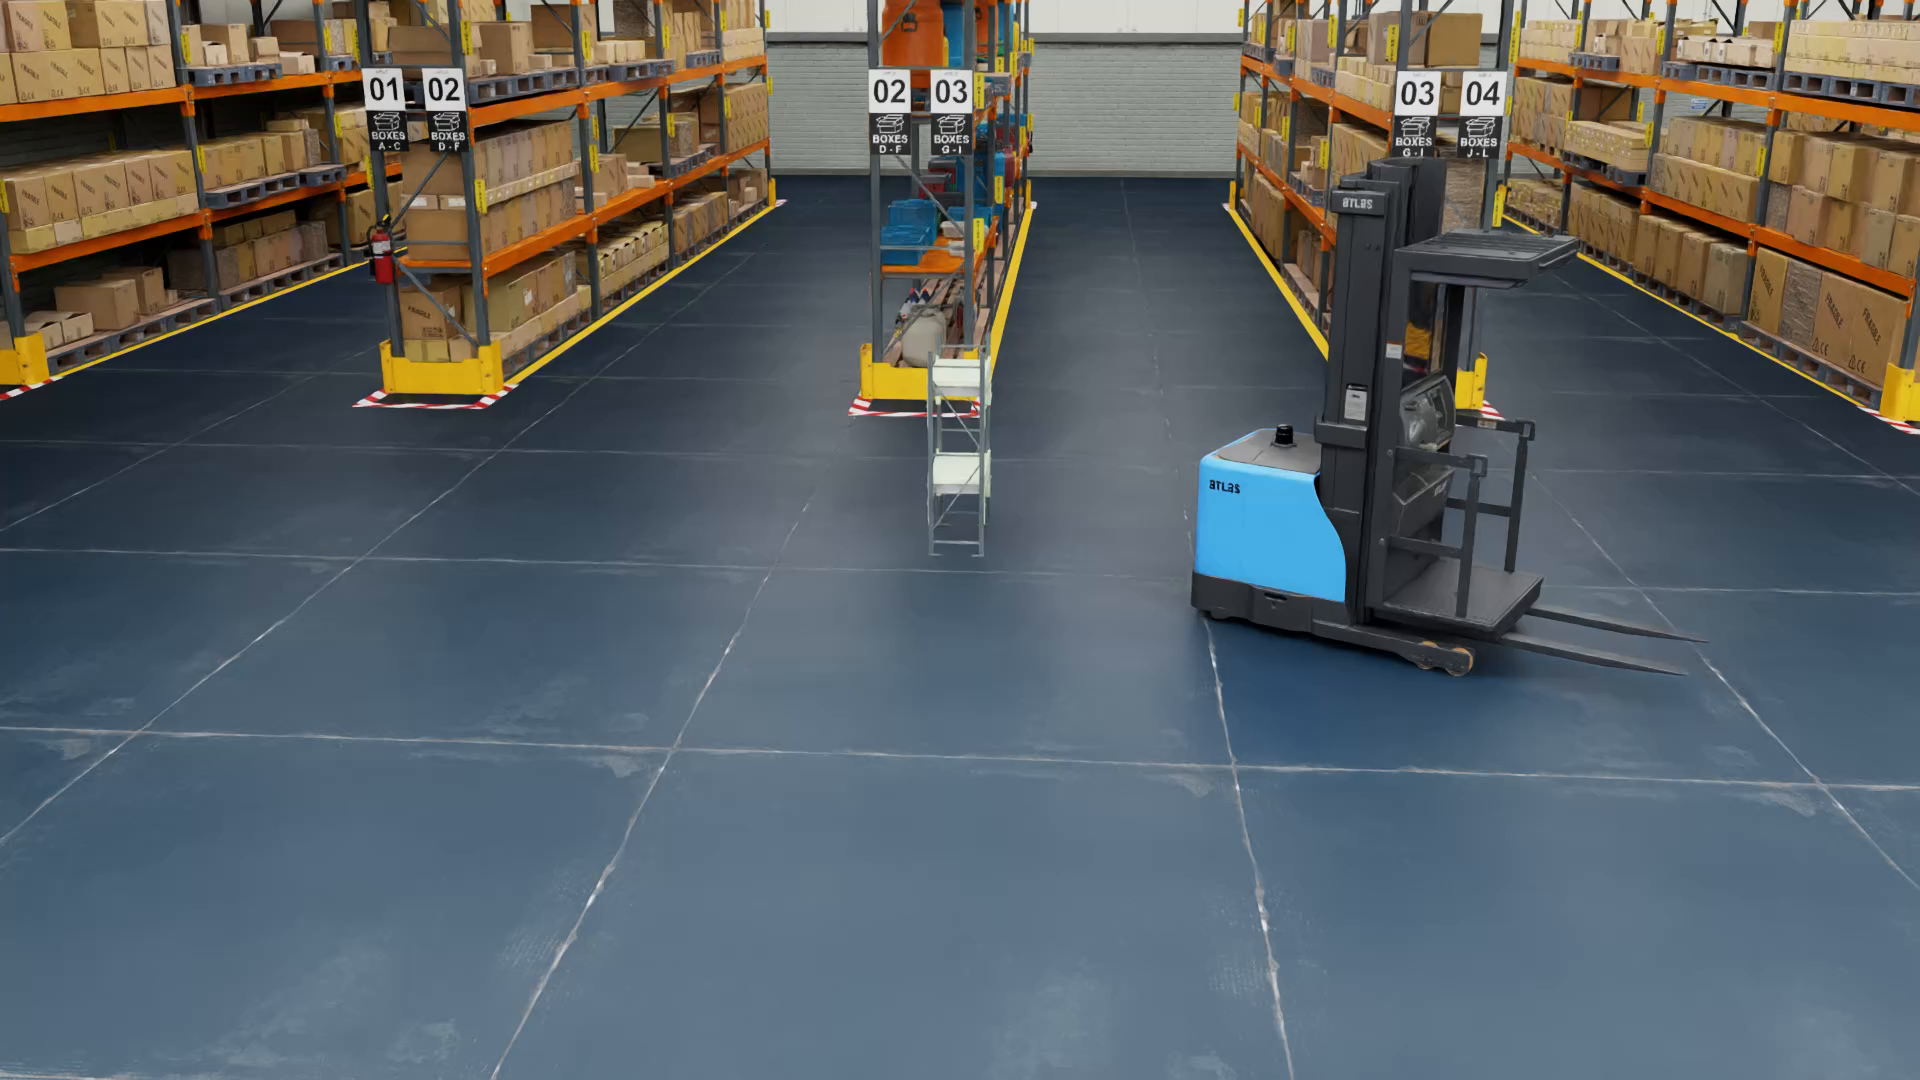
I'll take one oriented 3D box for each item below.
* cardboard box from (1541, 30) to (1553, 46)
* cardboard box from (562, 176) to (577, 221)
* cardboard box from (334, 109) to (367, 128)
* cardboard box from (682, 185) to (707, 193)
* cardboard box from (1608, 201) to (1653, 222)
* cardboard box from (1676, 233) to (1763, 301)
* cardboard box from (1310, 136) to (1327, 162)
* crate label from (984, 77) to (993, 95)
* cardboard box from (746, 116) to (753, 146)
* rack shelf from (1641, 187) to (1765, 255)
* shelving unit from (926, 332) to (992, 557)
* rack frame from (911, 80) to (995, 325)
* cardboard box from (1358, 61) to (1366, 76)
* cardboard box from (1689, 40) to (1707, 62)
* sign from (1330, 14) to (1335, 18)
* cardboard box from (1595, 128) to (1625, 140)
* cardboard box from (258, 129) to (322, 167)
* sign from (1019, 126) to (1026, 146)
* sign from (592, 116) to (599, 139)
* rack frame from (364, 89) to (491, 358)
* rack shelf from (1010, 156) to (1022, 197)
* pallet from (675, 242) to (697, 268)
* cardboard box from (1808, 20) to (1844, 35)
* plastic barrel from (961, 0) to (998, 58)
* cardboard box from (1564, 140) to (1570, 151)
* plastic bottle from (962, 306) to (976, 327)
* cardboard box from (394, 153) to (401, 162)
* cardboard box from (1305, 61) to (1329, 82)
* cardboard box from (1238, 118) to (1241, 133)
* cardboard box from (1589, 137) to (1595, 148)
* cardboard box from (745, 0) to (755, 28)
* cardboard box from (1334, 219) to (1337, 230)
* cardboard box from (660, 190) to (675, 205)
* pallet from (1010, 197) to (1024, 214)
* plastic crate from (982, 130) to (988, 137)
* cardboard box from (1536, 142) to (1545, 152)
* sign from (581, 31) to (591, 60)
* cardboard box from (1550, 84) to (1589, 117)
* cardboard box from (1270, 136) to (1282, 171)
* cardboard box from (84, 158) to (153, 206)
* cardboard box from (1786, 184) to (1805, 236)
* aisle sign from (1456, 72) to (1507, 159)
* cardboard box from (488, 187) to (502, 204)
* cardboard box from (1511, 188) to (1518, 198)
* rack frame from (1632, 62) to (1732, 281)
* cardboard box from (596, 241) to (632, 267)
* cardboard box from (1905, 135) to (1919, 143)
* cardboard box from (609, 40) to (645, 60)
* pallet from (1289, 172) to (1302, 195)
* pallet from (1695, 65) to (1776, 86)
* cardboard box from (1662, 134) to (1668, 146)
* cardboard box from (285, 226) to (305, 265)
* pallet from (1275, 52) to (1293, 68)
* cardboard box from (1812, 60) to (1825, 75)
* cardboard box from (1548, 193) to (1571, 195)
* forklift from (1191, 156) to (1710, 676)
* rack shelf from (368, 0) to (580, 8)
[{"bbox_3d":[10.249,-8.565,28.367,0.500,0.250,0.500,1,18,2],"label":"cardboard box"},{"bbox_3d":[-5.047,-4.127,20.041,0.700,0.500,0.500,1,18,2],"label":"cardboard box"},{"bbox_3d":[-9.349,-6.426,25.343,0.500,0.250,0.500,1,18,3],"label":"cardboard box"},{"bbox_3d":[-4.690,-5.907,28.940,0.500,0.500,0.500,1,18,4],"label":"cardboard box"},{"bbox_3d":[9.898,-4.839,24.509,0.500,0.250,0.500,2,18,5],"label":"cardboard box"},{"bbox_3d":[9.826,-3.478,21.159,1.050,0.750,0.750,1,18,4],"label":"cardboard box"},{"bbox_3d":[5.147,-5.316,22.995,0.500,0.500,0.500,-1,18,-3],"label":"cardboard box"},{"bbox_3d":[0.096,-4.792,17.653,0.502,0.251,0.408,1,18,4],"label":"crate label"},{"bbox_3d":[-4.033,-7.374,29.951,0.500,0.500,0.500,1,18,3],"label":"cardboard box"},{"bbox_3d":[9.942,-4.133,21.373,1.077,0.370,4.000,1,18,4],"label":"rack shelf"},{"bbox_3d":[0.000,-0.711,12.183,0.431,1.500,0.755,1,18,4],"label":"shelving unit"},{"bbox_3d":[-0.081,-4.106,20.136,1.000,3.000,0.127,1,18,4],"label":"rack frame"},{"bbox_3d":[4.472,-5.039,17.767,0.380,0.149,0.250,1,18,3],"label":"cardboard box"},{"bbox_3d":[9.778,-6.321,21.486,0.500,0.250,0.500,2,18,5],"label":"cardboard box"},{"bbox_3d":[5.974,-8.292,26.757,0.100,0.325,0.005,1,18,4],"label":"sign"},{"bbox_3d":[9.778,-6.103,25.006,0.380,0.149,0.250,2,18,6],"label":"cardboard box"},{"bbox_3d":[-9.700,-5.680,24.072,0.700,0.500,0.500,-1,18,-3],"label":"cardboard box"},{"bbox_3d":[1.041,-6.709,27.637,0.100,0.325,0.005,1,18,4],"label":"sign"},{"bbox_3d":[-5.277,-5.982,24.129,0.100,0.325,0.005,1,18,4],"label":"sign"},{"bbox_3d":[-5.309,-2.975,16.686,1.000,3.000,0.127,1,18,4],"label":"rack frame"},{"bbox_3d":[0.349,-5.628,25.935,1.077,0.370,4.000,1,18,4],"label":"rack shelf"},{"bbox_3d":[-4.644,-4.366,25.408,1.003,0.211,1.213,1,18,4],"label":"pallet"},{"bbox_3d":[9.398,-5.522,17.928,0.380,0.149,0.250,1,18,3],"label":"cardboard box"},{"bbox_3d":[0.249,-7.354,23.866,0.600,0.830,0.708,1,18,4],"label":"plastic barrel"},{"bbox_3d":[9.885,-6.306,26.580,0.380,0.149,0.250,0,18,1],"label":"cardboard box"},{"bbox_3d":[0.107,-2.604,19.220,0.152,0.276,0.135,2,18,5],"label":"plastic bottle"},{"bbox_3d":[-9.266,-6.197,26.889,0.380,0.149,0.250,1,18,2],"label":"cardboard box"},{"bbox_3d":[4.794,-6.132,21.744,0.500,0.250,0.500,2,18,5],"label":"cardboard box"},{"bbox_3d":[5.415,-7.649,30.713,0.500,0.250,0.500,1,18,2],"label":"cardboard box"},{"bbox_3d":[9.796,-6.040,25.289,0.380,0.149,0.250,1,18,3],"label":"cardboard box"},{"bbox_3d":[-4.182,-9.733,30.725,0.700,0.500,0.500,1,18,4],"label":"cardboard box"},{"bbox_3d":[4.522,-3.660,19.180,0.380,0.149,0.250,1,18,4],"label":"cardboard box"},{"bbox_3d":[-4.833,-5.469,26.399,0.500,0.250,0.500,1,18,3],"label":"cardboard box"},{"bbox_3d":[0.681,-6.252,31.166,1.003,0.211,1.213,1,18,4],"label":"pallet"},{"bbox_3d":[0.317,-7.210,29.783,0.416,0.233,0.300,1,18,4],"label":"plastic crate"},{"bbox_3d":[10.200,-6.800,28.760,0.380,0.149,0.250,2,18,5],"label":"cardboard box"},{"bbox_3d":[-4.468,-5.914,19.881,0.100,0.325,0.005,1,18,4],"label":"sign"},{"bbox_3d":[10.168,-7.315,27.685,0.500,0.500,0.500,1,18,2],"label":"cardboard box"},{"bbox_3d":[5.047,-5.918,25.506,0.500,0.500,0.500,2,18,5],"label":"cardboard box"},{"bbox_3d":[-9.765,-4.157,19.295,0.500,0.500,0.500,1,18,2],"label":"cardboard box"},{"bbox_3d":[9.767,-3.638,18.468,0.875,0.550,0.550,1,18,4],"label":"cardboard box"},{"bbox_3d":[4.867,-3.962,15.524,0.394,0.787,0.004,1,18,4],"label":"aisle sign"},{"bbox_3d":[-5.030,-3.608,17.413,0.380,0.149,0.250,1,18,4],"label":"cardboard box"},{"bbox_3d":[10.289,-6.326,30.337,0.380,0.149,0.250,1,18,4],"label":"cardboard box"},{"bbox_3d":[10.086,-5.096,23.157,1.000,3.000,0.127,1,18,4],"label":"rack frame"},{"bbox_3d":[-4.667,-3.816,22.092,0.500,0.311,0.500,1,18,2],"label":"cardboard box"},{"bbox_3d":[14.995,-6.132,25.758,0.500,0.250,0.500,2,18,5],"label":"cardboard box"},{"bbox_3d":[-4.711,-6.871,23.326,0.500,0.250,0.500,0,18,0],"label":"cardboard box"},{"bbox_3d":[5.201,-4.923,22.937,1.213,0.211,1.003,1,18,4],"label":"pallet"},{"bbox_3d":[10.015,-5.883,21.045,1.003,0.211,1.213,2,18,6],"label":"pallet"},{"bbox_3d":[10.350,-5.757,23.950,0.380,0.149,0.250,1,18,4],"label":"cardboard box"},{"bbox_3d":[-9.829,-4.208,23.757,0.700,0.500,0.500,1,18,4],"label":"cardboard box"},{"bbox_3d":[5.416,-7.529,26.072,0.805,0.209,1.217,1,18,2],"label":"pallet"},{"bbox_3d":[9.379,-5.065,17.815,0.380,0.149,0.250,1,18,3],"label":"cardboard box"},{"bbox_3d":[10.224,-5.818,28.311,0.380,0.149,0.250,2,18,6],"label":"cardboard box"},{"bbox_3d":[3.025,-0.768,10.059,3.031,2.935,1.130,12,21,32],"label":"forklift"},{"bbox_3d":[-5.165,-5.915,17.822,1.077,0.370,4.000,1,18,4],"label":"rack shelf"}]
